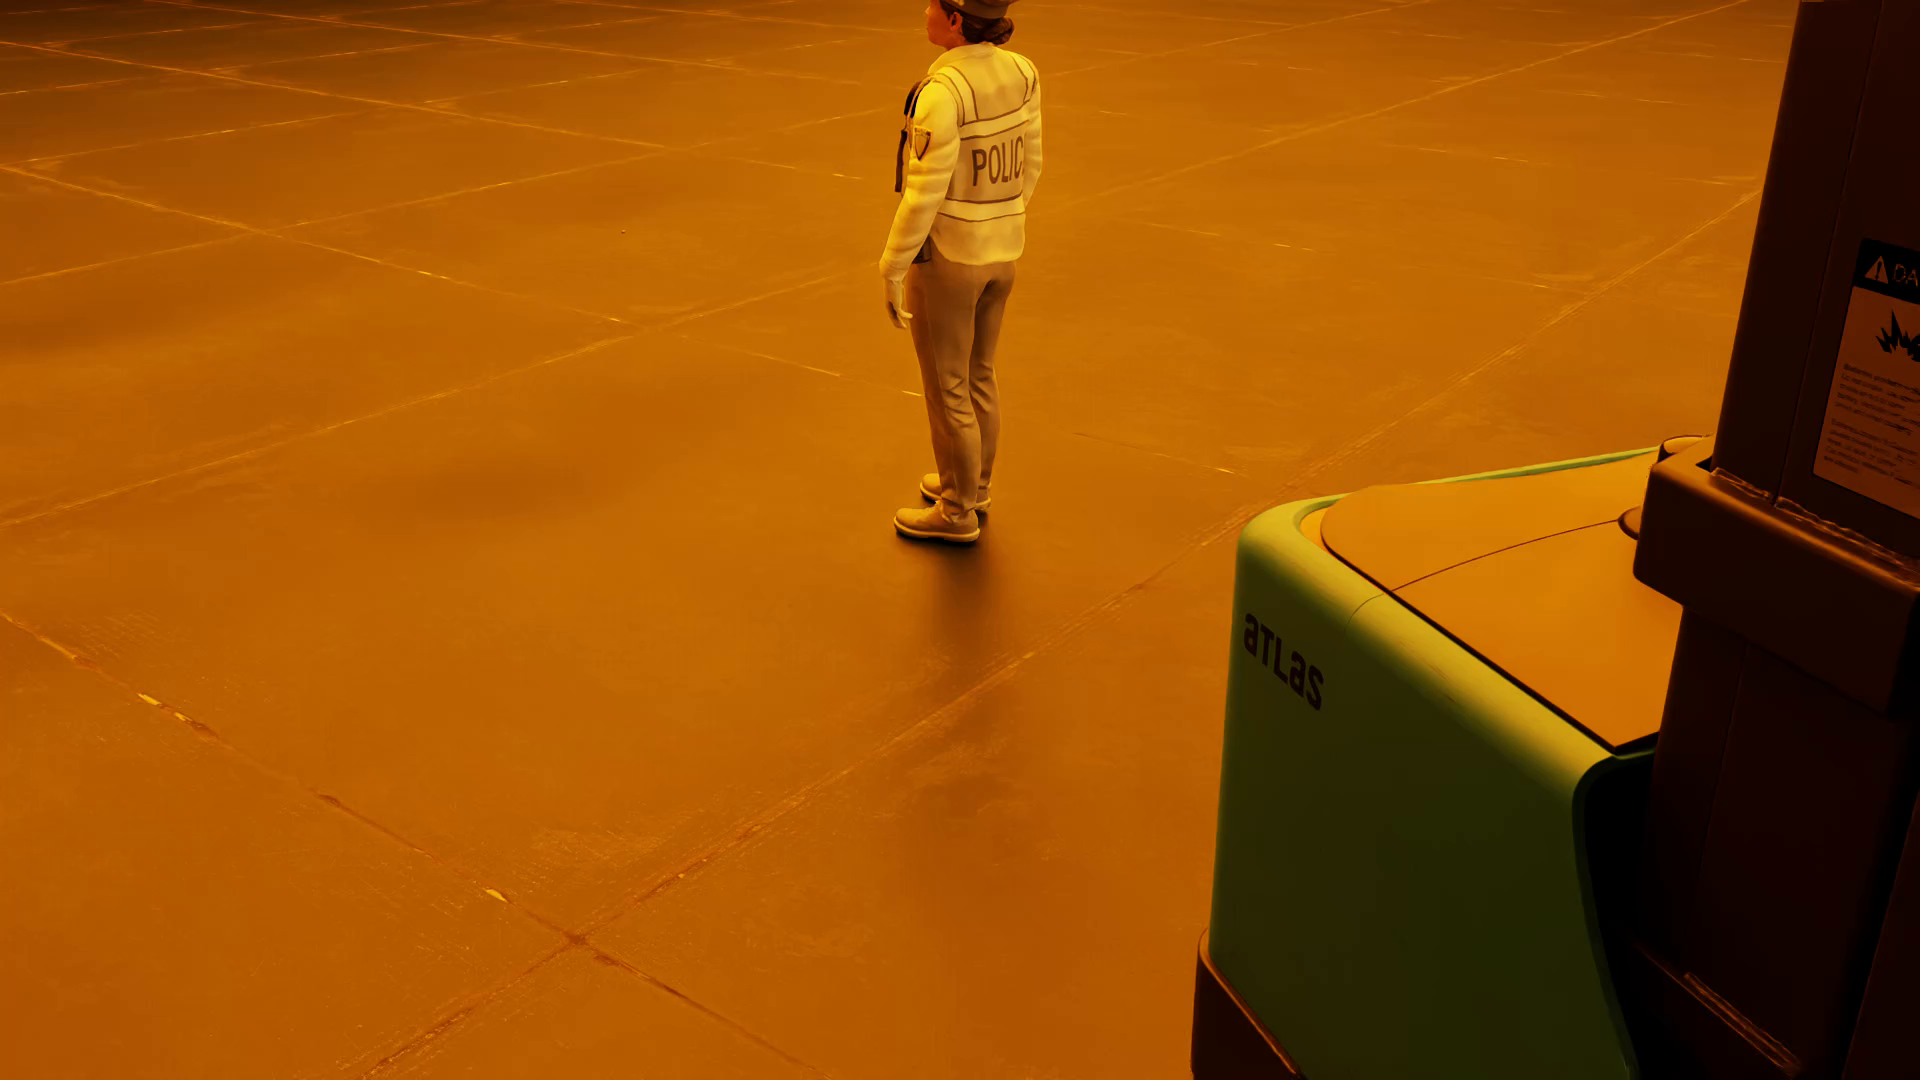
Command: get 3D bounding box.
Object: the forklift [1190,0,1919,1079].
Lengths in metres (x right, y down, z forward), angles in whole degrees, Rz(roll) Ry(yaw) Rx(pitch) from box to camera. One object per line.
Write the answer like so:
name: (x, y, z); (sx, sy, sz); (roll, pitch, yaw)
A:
forklift: (1.377, 0.074, 1.159); (1.130, 2.935, 3.031); (-8, 25, -19)

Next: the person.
person: (-0.049, -0.802, 4.716); (0.534, 1.696, 0.587); (17, 29, 34)
